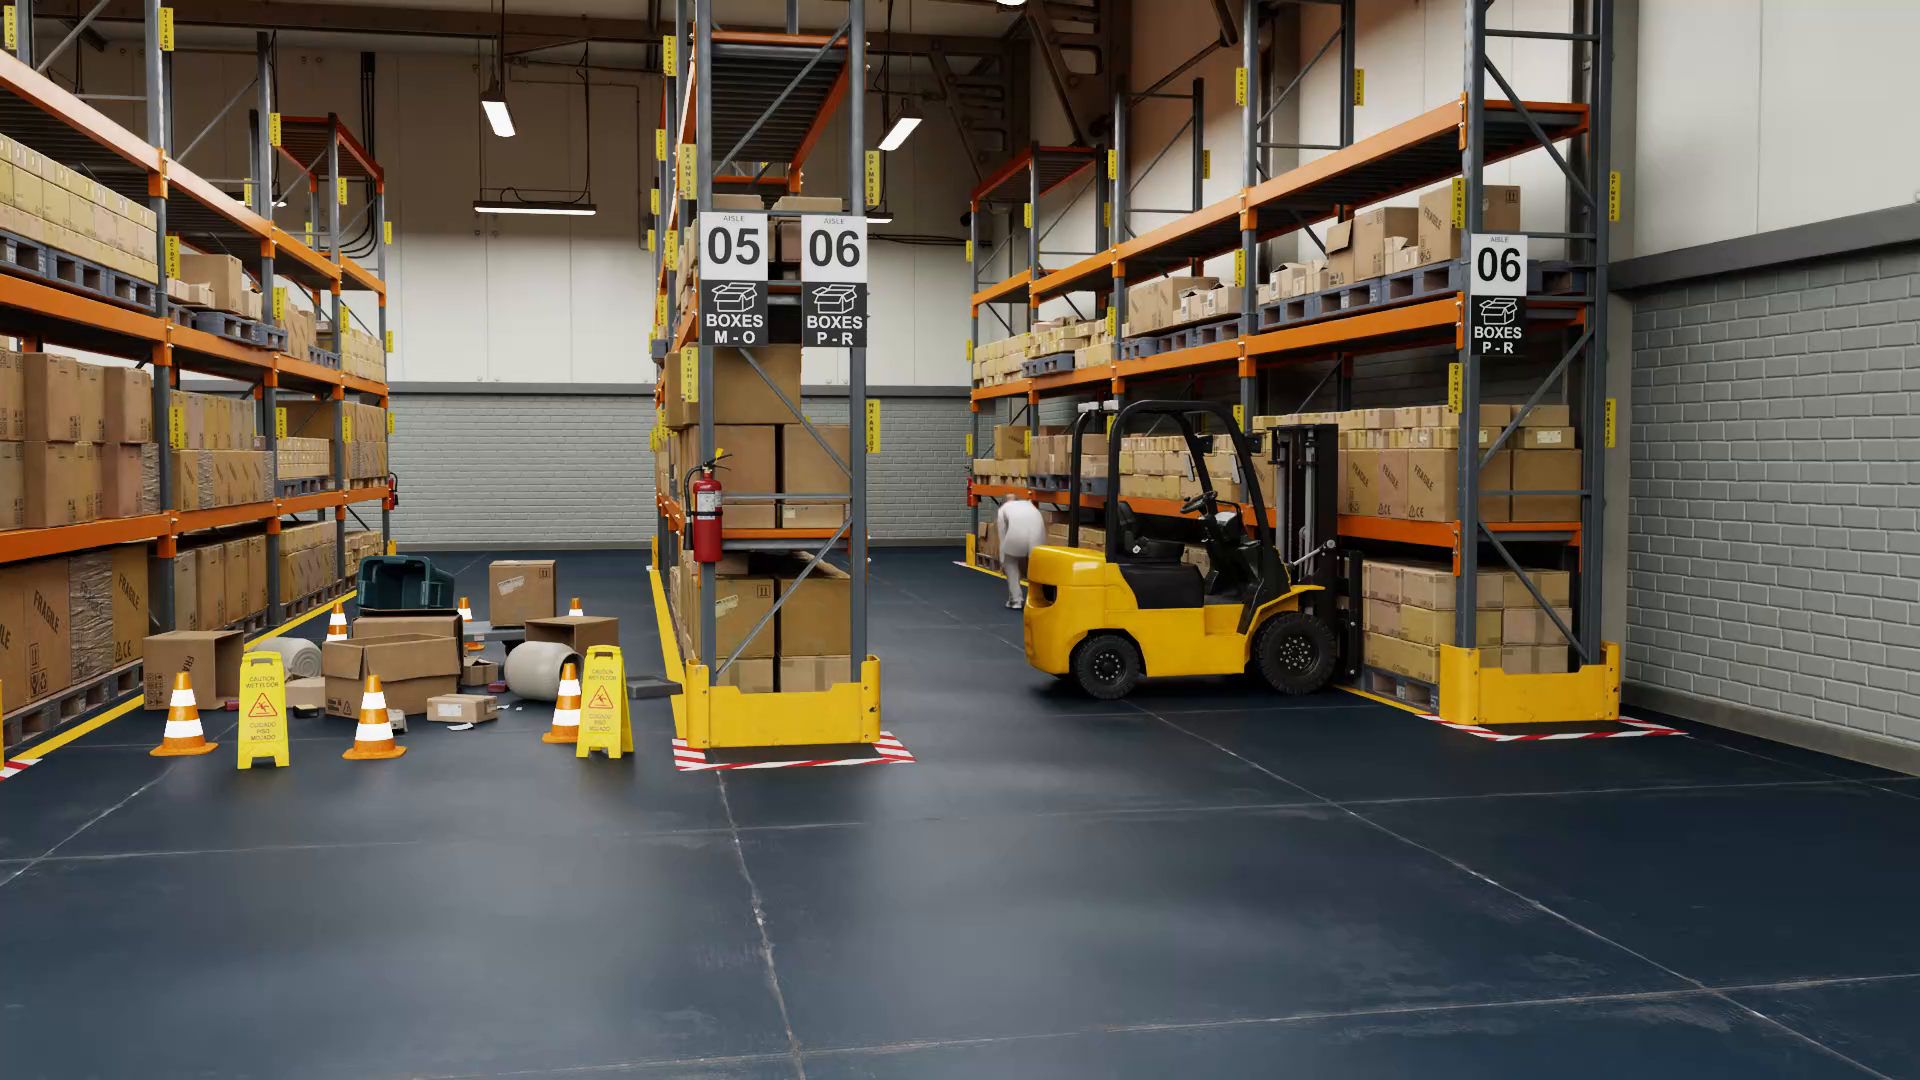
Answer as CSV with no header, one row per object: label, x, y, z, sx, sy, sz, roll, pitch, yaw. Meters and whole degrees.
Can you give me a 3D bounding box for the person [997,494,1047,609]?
person,0.702,0.126,19.284,0.550,1.310,0.913,-1,3,-12
